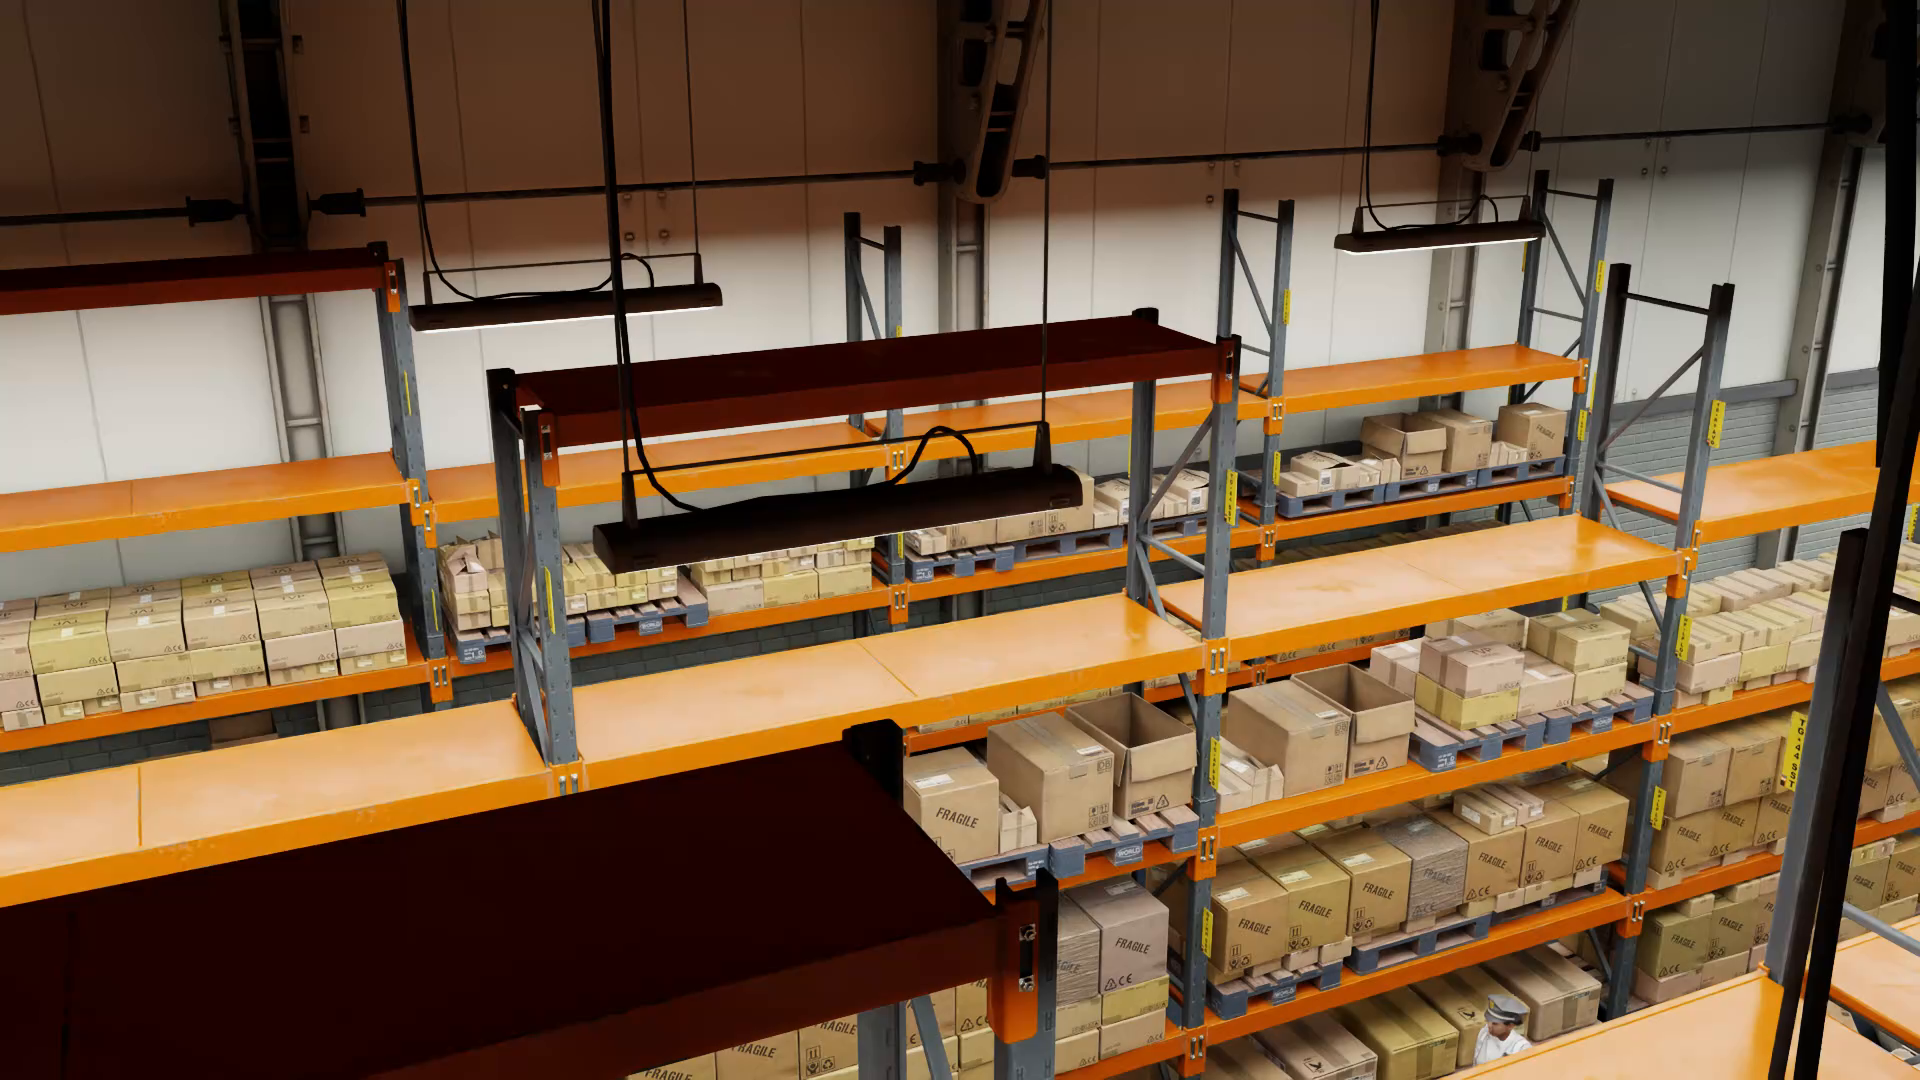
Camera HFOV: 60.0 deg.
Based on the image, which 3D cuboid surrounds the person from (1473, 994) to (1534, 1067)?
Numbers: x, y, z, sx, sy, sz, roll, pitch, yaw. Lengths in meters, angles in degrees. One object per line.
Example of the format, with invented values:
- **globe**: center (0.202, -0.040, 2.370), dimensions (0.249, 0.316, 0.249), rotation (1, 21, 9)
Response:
- **person**: center (3.594, 3.781, 11.030), dimensions (0.405, 1.676, 0.523), rotation (-11, 21, -28)
